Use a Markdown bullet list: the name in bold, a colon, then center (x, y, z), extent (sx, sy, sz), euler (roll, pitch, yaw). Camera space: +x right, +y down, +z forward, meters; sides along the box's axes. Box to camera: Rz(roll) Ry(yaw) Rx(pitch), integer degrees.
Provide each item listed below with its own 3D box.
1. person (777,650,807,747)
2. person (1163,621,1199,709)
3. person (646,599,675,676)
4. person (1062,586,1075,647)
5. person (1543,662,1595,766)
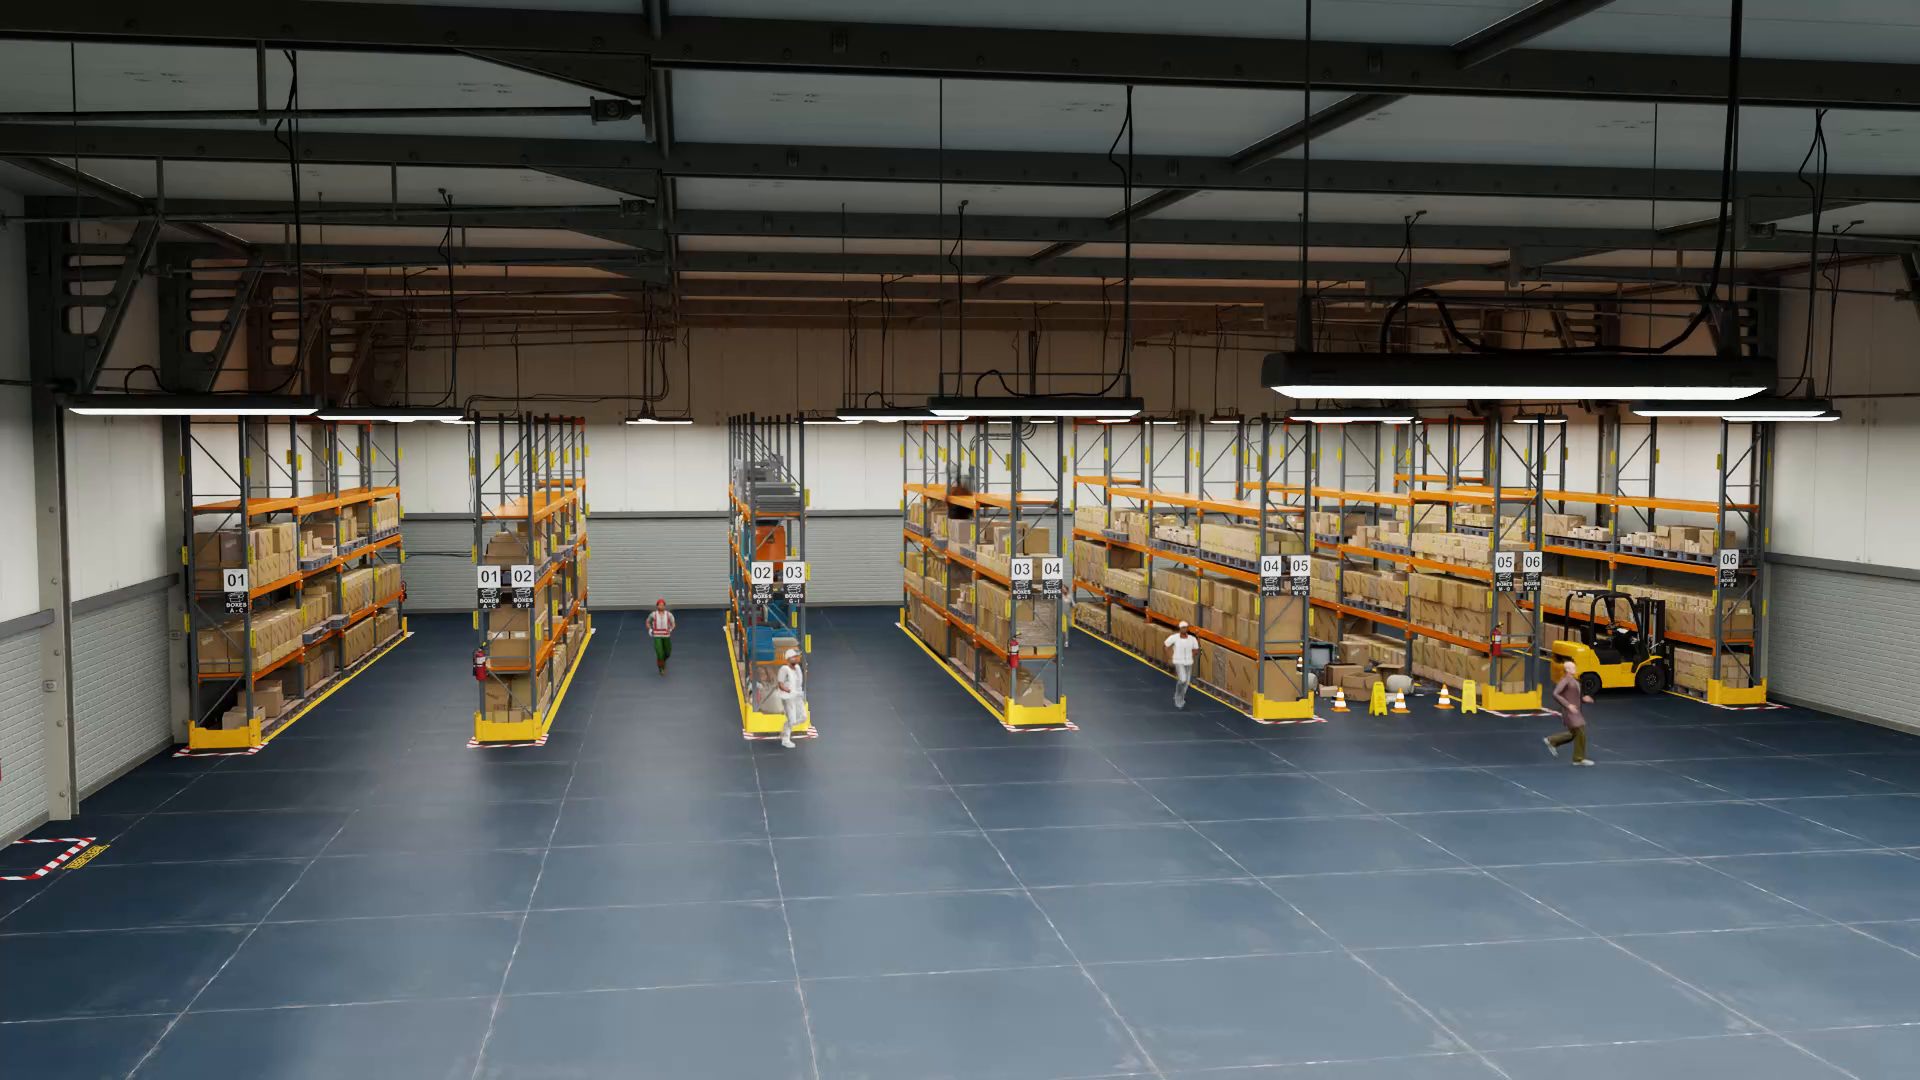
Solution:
- **person**: center (-2.969, 2.829, 29.761), extent (0.567, 1.742, 0.722), euler (2, 4, 30)
- **person**: center (4.550, 2.543, 33.872), extent (0.677, 1.782, 0.710), euler (-1, 4, -15)
- **person**: center (-6.909, 2.237, 38.440), extent (0.663, 1.748, 0.780), euler (-1, 4, -19)
- **person**: center (2.769, 1.986, 43.693), extent (0.548, 1.574, 0.729), euler (0, 4, -7)
- **person**: center (10.326, 2.960, 28.199), extent (0.888, 1.667, 0.720), euler (3, 5, 37)
